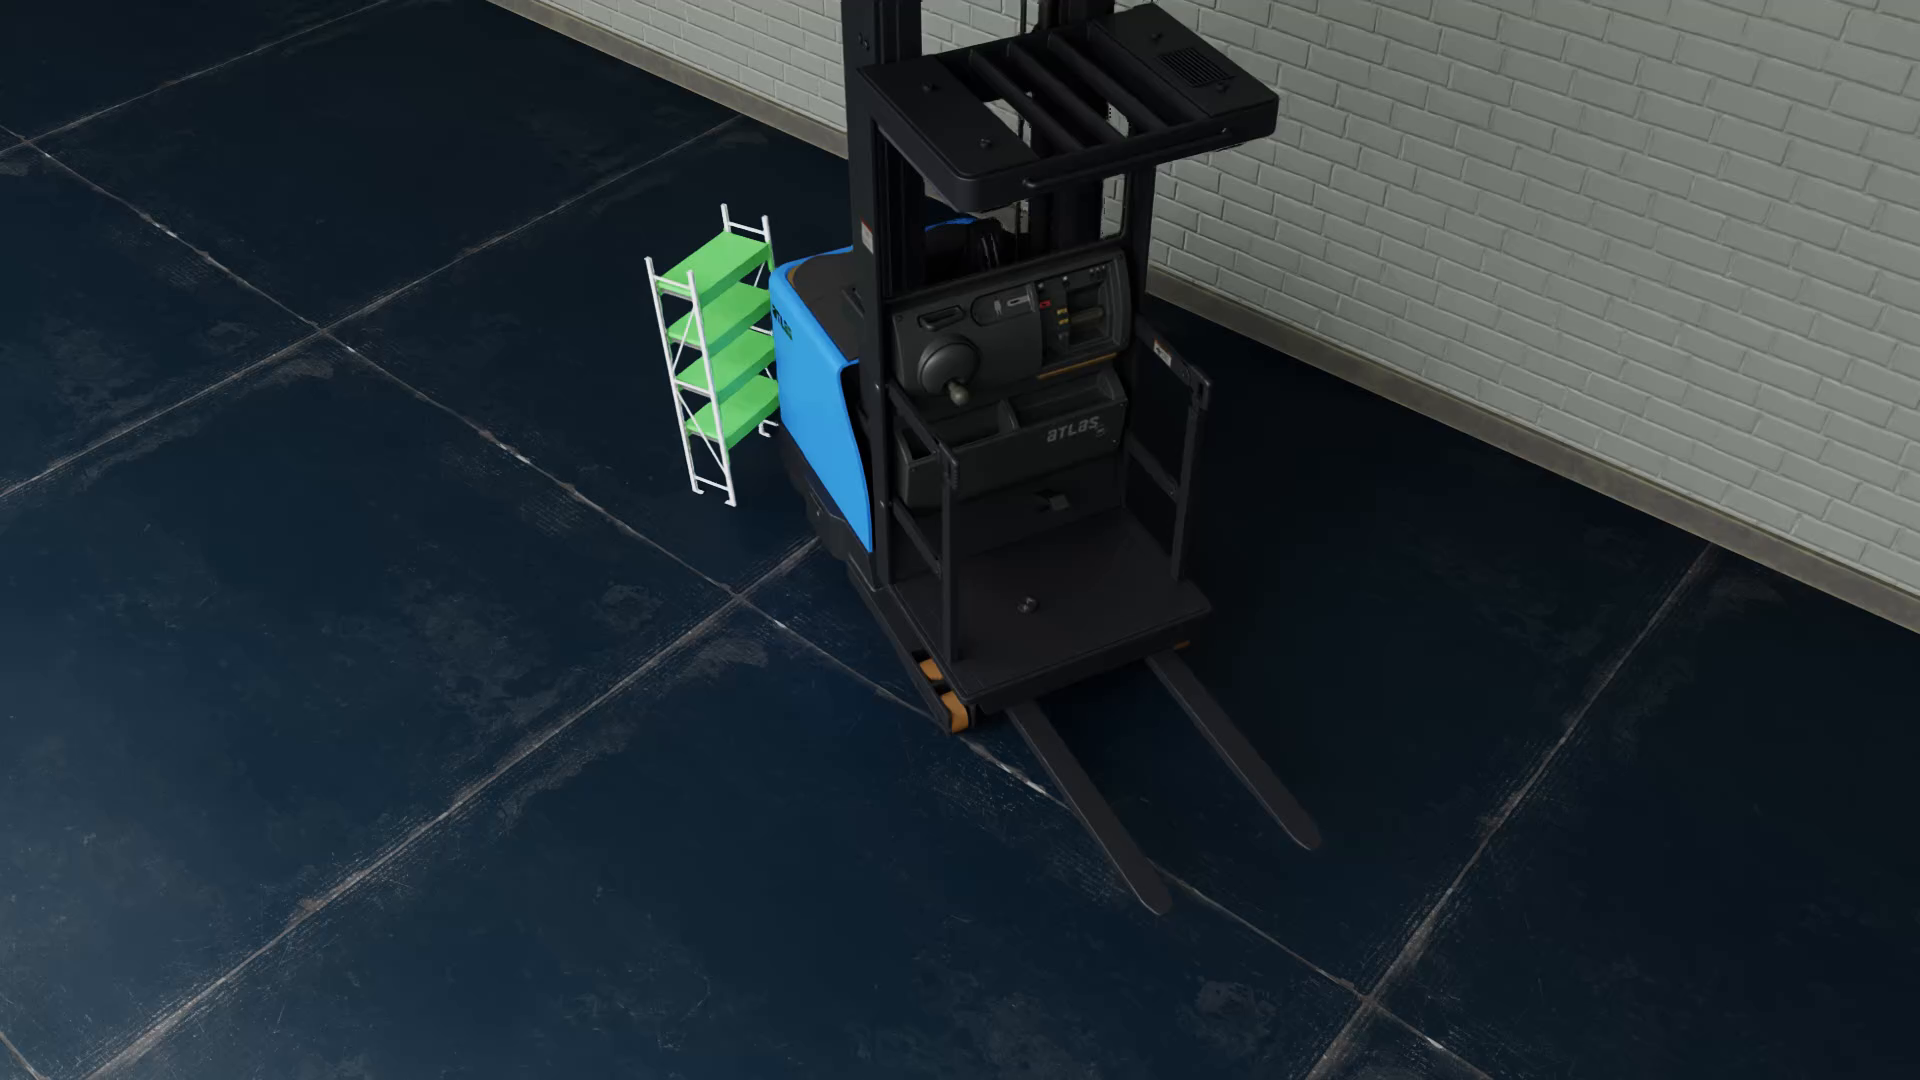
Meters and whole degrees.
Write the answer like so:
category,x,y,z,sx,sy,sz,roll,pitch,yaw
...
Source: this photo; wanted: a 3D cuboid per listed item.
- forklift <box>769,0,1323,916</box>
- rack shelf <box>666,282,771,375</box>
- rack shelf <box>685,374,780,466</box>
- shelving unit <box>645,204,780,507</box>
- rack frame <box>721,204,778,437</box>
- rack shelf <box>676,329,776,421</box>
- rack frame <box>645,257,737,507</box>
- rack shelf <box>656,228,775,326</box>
category,x,y,z,sx,sy,sz,roll,pitch,yaw
forklift,0.292,-0.680,5.819,1.130,2.935,3.031,-18,45,-19
rack shelf,-1.012,-0.920,7.096,0.258,0.148,0.480,20,46,26
rack shelf,-0.984,-0.554,7.405,0.258,0.148,0.480,20,46,26
shelving unit,-1.002,-0.786,7.210,0.258,1.200,0.503,20,46,26
rack frame,-0.871,-0.924,7.362,0.240,1.200,0.015,20,46,26
rack shelf,-0.998,-0.737,7.251,0.258,0.148,0.480,20,46,26
rack frame,-1.132,-0.647,7.057,0.240,1.200,0.015,20,46,26
rack shelf,-1.026,-1.103,6.942,0.258,0.148,0.480,20,46,26
